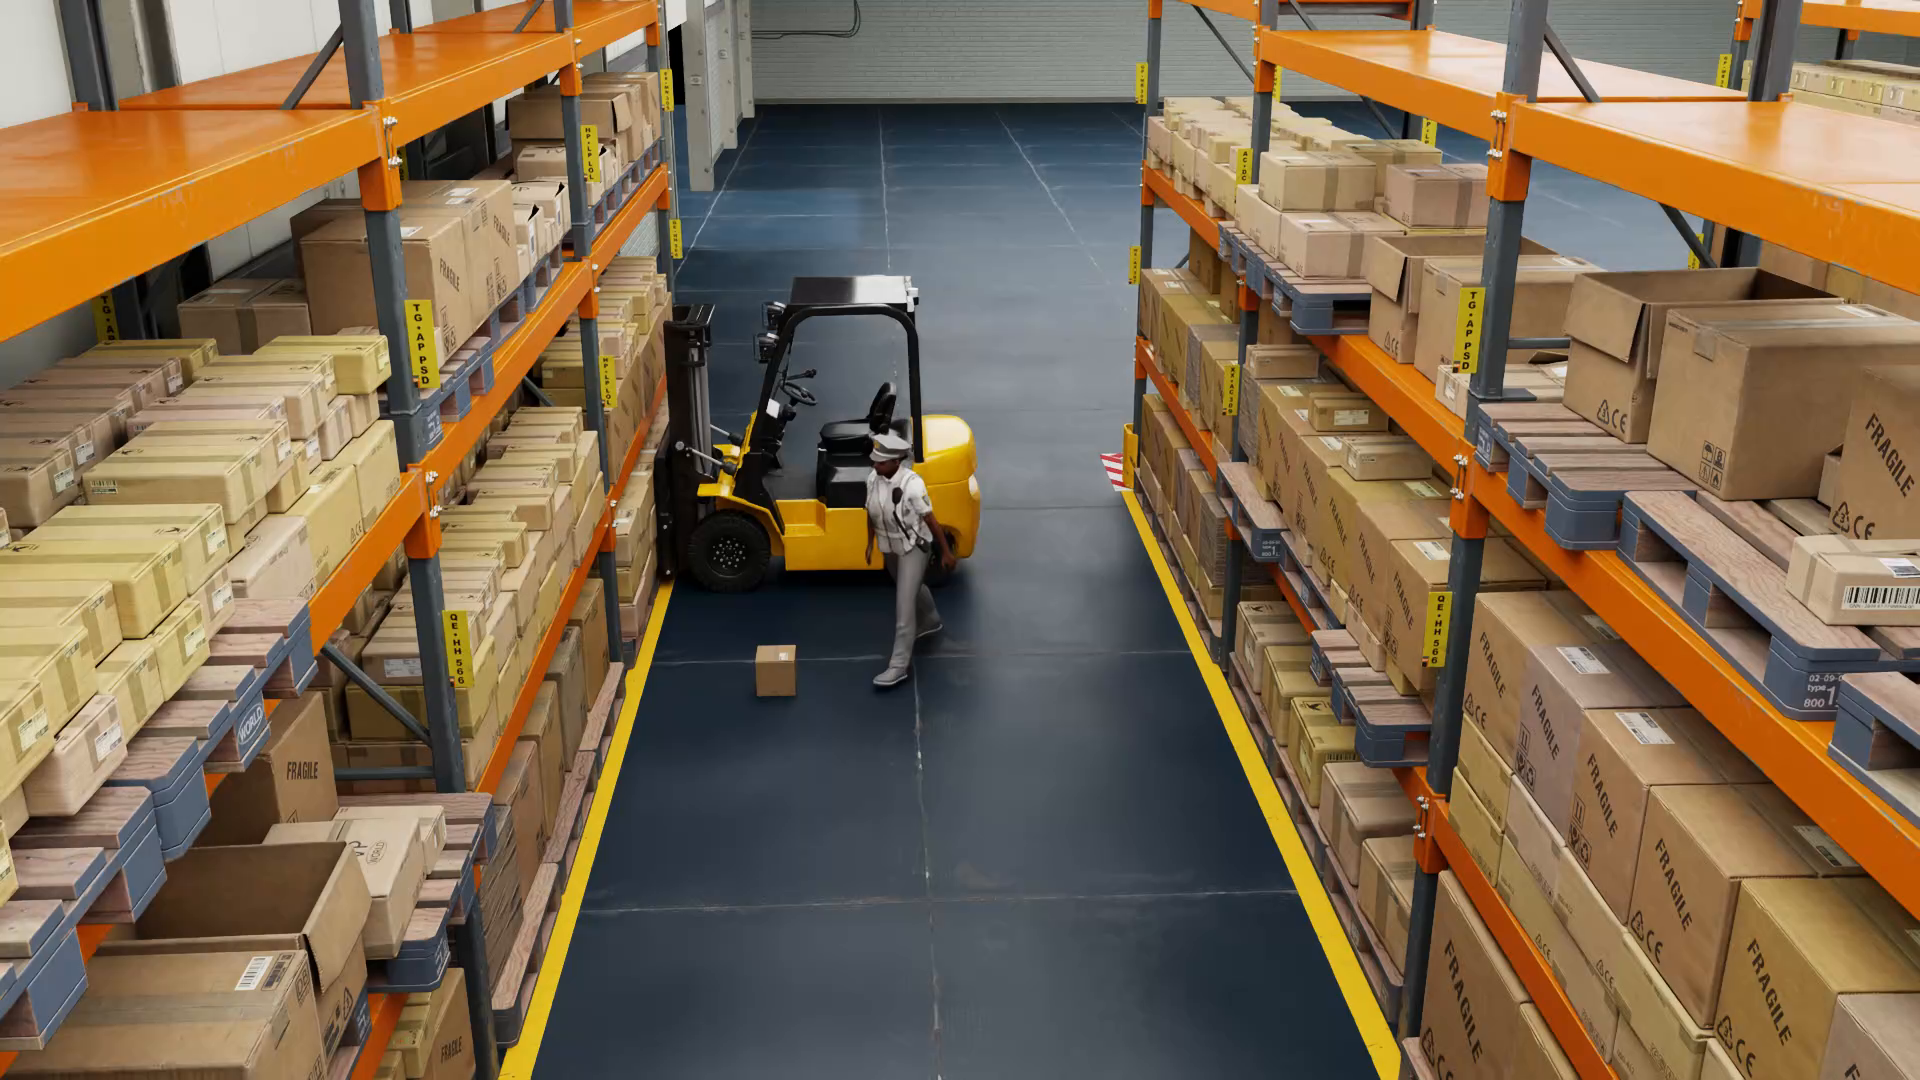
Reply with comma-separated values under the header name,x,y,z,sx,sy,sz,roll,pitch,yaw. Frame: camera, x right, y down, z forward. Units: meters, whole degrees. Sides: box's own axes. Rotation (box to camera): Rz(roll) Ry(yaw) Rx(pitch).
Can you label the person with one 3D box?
name,x,y,z,sx,sy,sz,roll,pitch,yaw
person,-0.380,0.054,10.939,0.605,1.593,0.982,16,26,36
